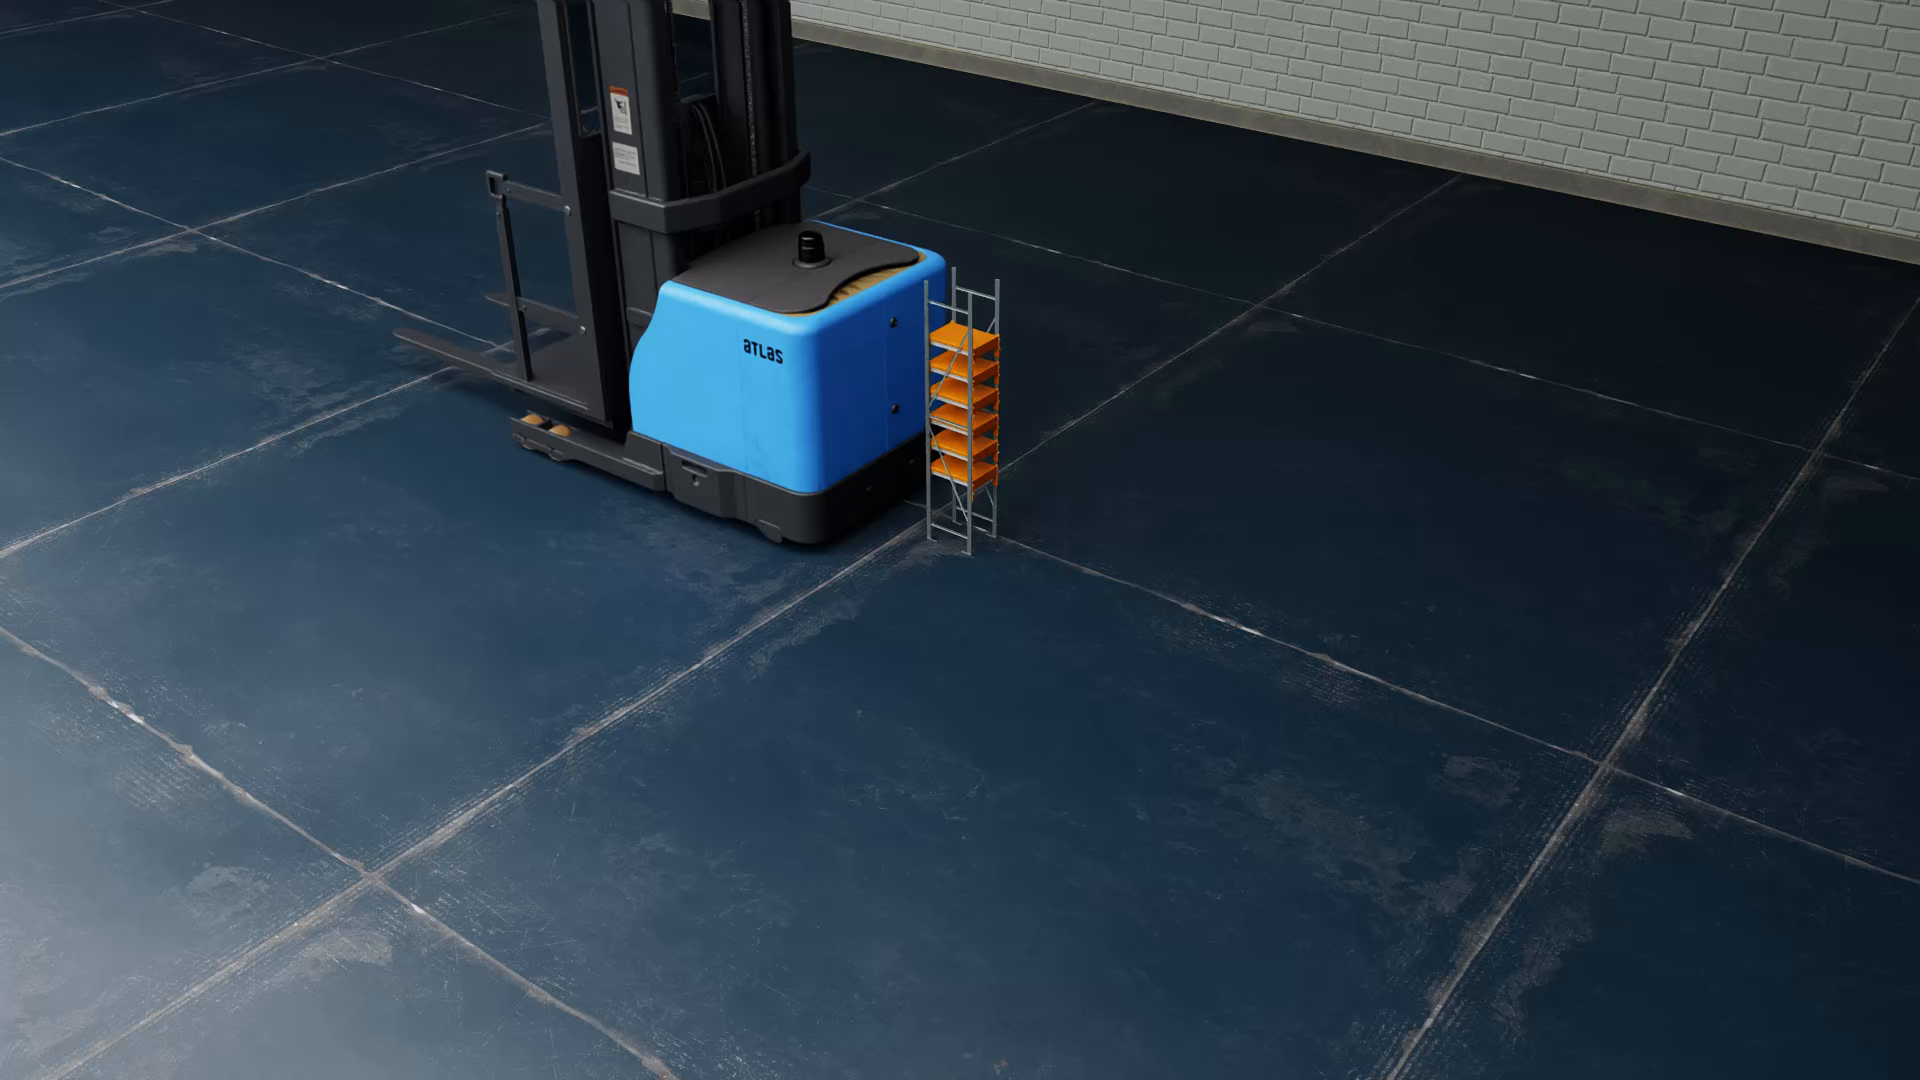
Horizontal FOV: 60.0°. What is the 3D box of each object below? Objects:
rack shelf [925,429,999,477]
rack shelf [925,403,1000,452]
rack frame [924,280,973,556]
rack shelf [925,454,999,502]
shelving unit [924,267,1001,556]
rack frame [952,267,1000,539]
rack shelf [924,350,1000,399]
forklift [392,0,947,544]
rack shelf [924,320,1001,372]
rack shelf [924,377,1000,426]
[{"bbox_3d":[0.009,-0.381,7.038,0.258,0.103,0.180,21,37,31],"label":"rack shelf"},{"bbox_3d":[0.009,-0.484,6.977,0.258,0.103,0.180,21,37,31],"label":"rack shelf"},{"bbox_3d":[-0.047,-0.485,6.891,0.240,1.200,0.006,21,37,31],"label":"rack frame"},{"bbox_3d":[0.009,-0.277,7.099,0.258,0.103,0.180,21,37,31],"label":"rack shelf"},{"bbox_3d":[0.009,-0.522,6.954,0.258,1.200,0.189,21,37,31],"label":"shelving unit"},{"bbox_3d":[0.064,-0.559,7.017,0.240,1.200,0.006,21,37,31],"label":"rack frame"},{"bbox_3d":[0.009,-0.690,6.854,0.258,0.103,0.180,21,37,31],"label":"rack shelf"},{"bbox_3d":[-1.533,-1.831,7.465,3.031,2.935,1.130,20,36,30],"label":"forklift"},{"bbox_3d":[0.009,-0.794,6.793,0.258,0.103,0.180,21,37,31],"label":"rack shelf"},{"bbox_3d":[0.009,-0.587,6.915,0.258,0.103,0.180,21,37,31],"label":"rack shelf"}]
